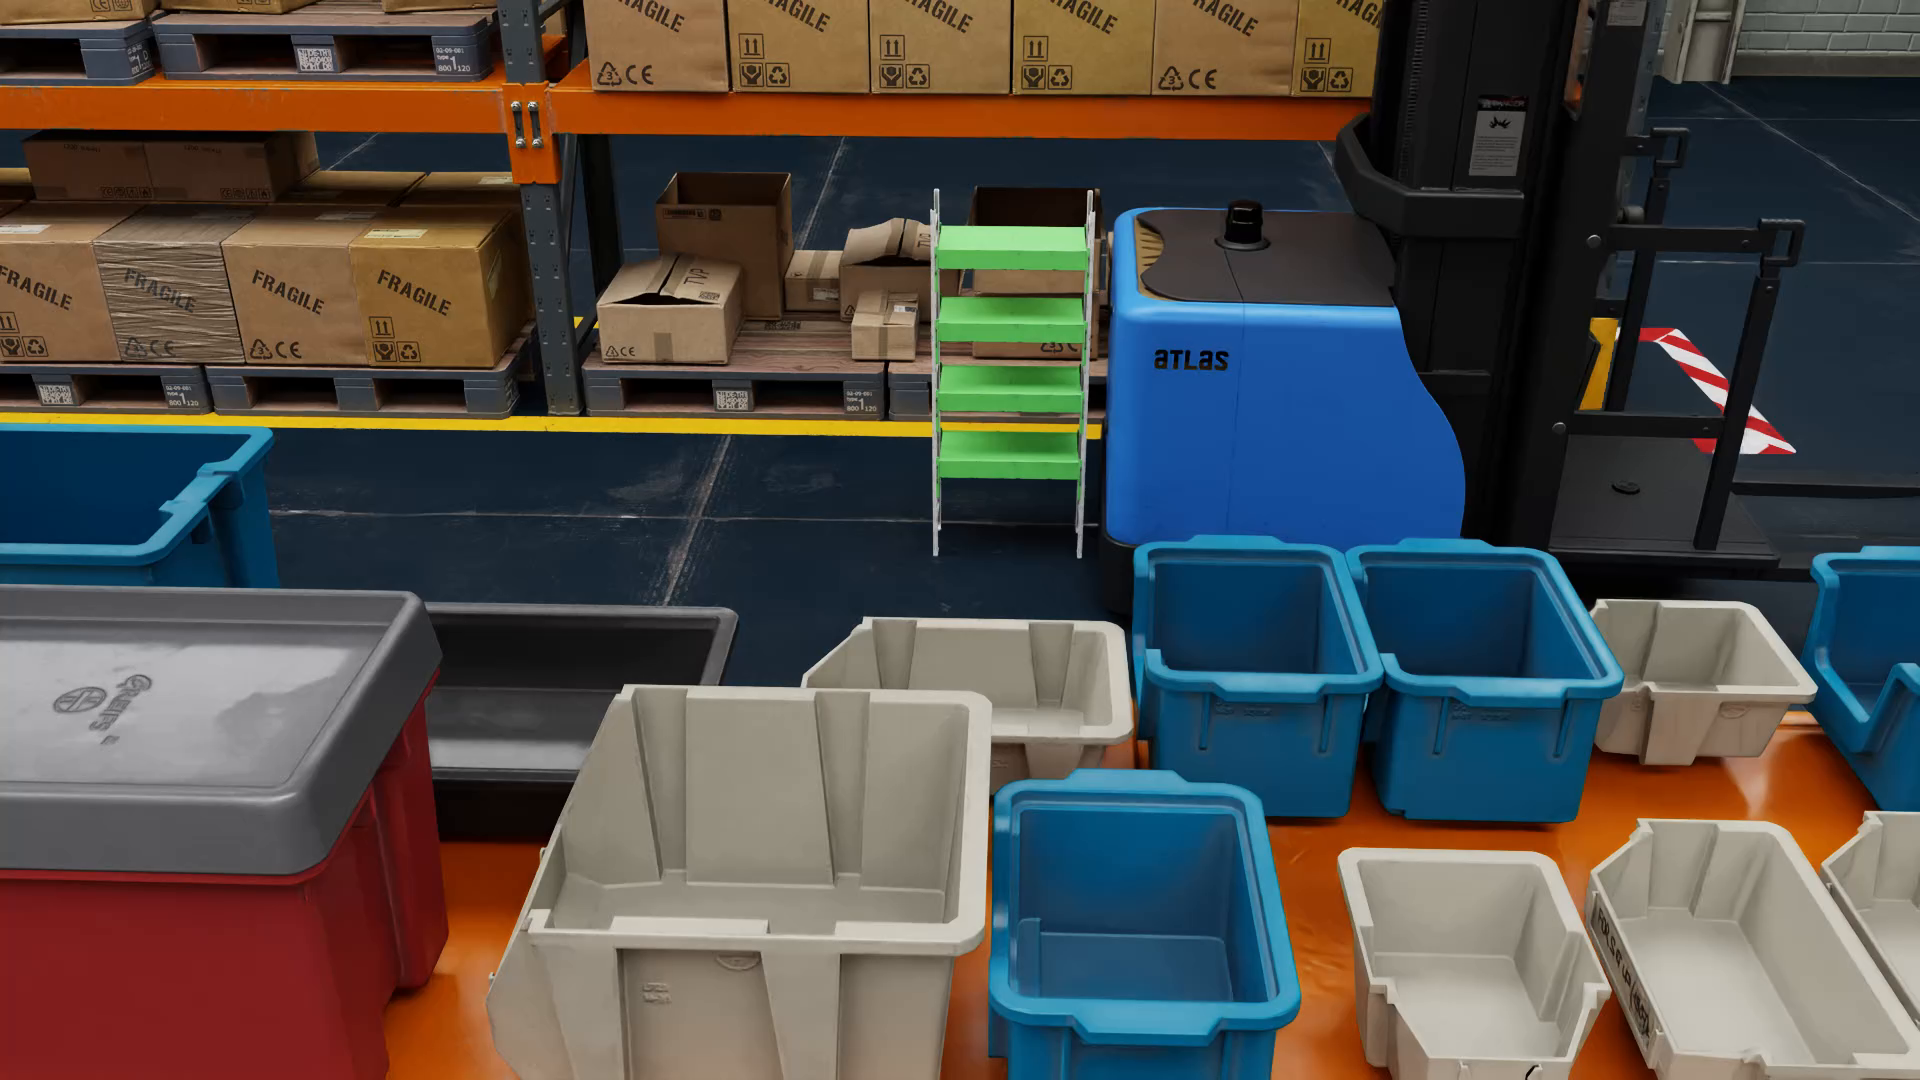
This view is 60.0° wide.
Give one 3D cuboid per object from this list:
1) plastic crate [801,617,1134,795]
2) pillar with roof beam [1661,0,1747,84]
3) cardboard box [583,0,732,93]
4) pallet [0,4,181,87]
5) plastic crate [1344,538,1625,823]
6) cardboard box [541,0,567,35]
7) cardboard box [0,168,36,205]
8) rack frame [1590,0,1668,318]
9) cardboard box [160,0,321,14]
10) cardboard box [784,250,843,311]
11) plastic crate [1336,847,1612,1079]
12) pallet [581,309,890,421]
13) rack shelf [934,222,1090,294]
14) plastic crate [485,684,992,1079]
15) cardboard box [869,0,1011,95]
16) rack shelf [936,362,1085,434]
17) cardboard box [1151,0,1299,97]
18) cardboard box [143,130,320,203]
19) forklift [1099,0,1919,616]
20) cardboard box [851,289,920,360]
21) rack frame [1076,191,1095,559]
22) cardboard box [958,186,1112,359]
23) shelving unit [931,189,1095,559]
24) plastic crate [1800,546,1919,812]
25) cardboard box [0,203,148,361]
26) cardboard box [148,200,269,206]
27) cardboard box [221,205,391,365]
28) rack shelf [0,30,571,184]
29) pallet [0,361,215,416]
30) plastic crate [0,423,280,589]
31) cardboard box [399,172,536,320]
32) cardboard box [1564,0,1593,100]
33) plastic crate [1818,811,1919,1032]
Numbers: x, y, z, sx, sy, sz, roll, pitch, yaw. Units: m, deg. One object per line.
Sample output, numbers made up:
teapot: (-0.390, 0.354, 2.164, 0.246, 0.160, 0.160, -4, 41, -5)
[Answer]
plastic crate: (-0.003, 0.242, 2.308, 0.466, 0.136, 0.293, 1, 28, 2)
pillar with roof beam: (5.171, -5.303, 6.145, 0.400, 9.000, 9.100, 1, 28, 2)
cardboard box: (-1.075, -1.962, 6.142, 0.500, 0.500, 0.500, 2, 28, 3)
pallet: (-3.629, -2.005, 6.535, 1.213, 0.211, 1.003, 1, 28, 2)
plastic crate: (0.693, 0.198, 2.289, 0.300, 0.233, 0.416, 1, 28, 2)
cardboard box: (-2.947, -3.572, 11.132, 0.750, 0.750, 0.750, 2, 28, 3)
cardboard box: (-4.112, -1.296, 7.191, 0.500, 0.500, 0.500, 0, 28, 0)
rack frame: (2.423, -1.988, 6.298, 0.127, 3.000, 1.000, 1, 28, 2)
cardboard box: (-2.730, -2.378, 6.478, 0.500, 0.500, 0.700, 5, 28, 10)
cardboard box: (-0.619, -1.134, 7.261, 0.250, 0.149, 0.380, 1, 28, 2)
plastic crate: (0.558, 0.491, 1.839, 0.250, 0.136, 0.298, 1, 28, 2)
pallet: (-0.889, -0.810, 7.053, 1.213, 0.211, 1.003, 1, 28, 2)
rack shelf: (0.165, -0.895, 5.269, 0.480, 0.148, 0.258, 1, 28, 2)
plastic crate: (-0.234, 0.402, 1.852, 0.530, 0.282, 0.437, 1, 28, 2)
cardboard box: (-0.064, -1.946, 6.112, 0.500, 0.500, 0.500, 1, 28, 2)
rack shelf: (0.165, -0.471, 5.494, 0.480, 0.148, 0.258, 1, 28, 2)
cardboard box: (0.948, -1.930, 6.081, 0.500, 0.500, 0.500, 1, 28, 2)
cardboard box: (-3.049, -1.614, 6.991, 0.500, 0.250, 0.500, 1, 28, 2)
forklift: (1.982, -1.193, 4.871, 3.031, 2.935, 1.130, 2, 28, 4)
cardboard box: (-0.298, -0.879, 6.761, 0.250, 0.166, 0.380, 1, 28, 2)
rack frame: (0.409, -0.523, 5.456, 0.015, 1.200, 0.240, 1, 28, 2)
cardboard box: (0.303, -1.117, 6.850, 0.637, 0.503, 0.797, 1, 28, 2)
shelving unit: (0.165, -0.527, 5.464, 0.503, 1.200, 0.258, 1, 28, 2)
plastic crate: (1.351, 0.209, 2.268, 0.300, 0.233, 0.416, 1, 28, 2)
cardboard box: (-3.581, -1.046, 6.720, 0.500, 0.500, 0.500, 0, 28, 0)
cardboard box: (-3.082, -1.282, 7.164, 0.500, 0.500, 0.500, 1, 28, 2)
cardboard box: (-2.572, -1.030, 6.690, 0.500, 0.500, 0.500, 1, 28, 2)
rack shelf: (-3.574, -1.769, 6.653, 4.000, 0.370, 1.077, 1, 28, 2)
pallet: (-3.612, -0.837, 7.103, 1.213, 0.211, 1.003, 1, 28, 2)
plastic crate: (-1.275, 0.093, 2.325, 0.575, 0.384, 0.392, 1, 28, 2)
cardboard box: (-2.050, -1.266, 7.135, 0.500, 0.500, 0.500, 0, 28, -1)
cardboard box: (1.965, -1.912, 6.048, 0.500, 0.500, 0.500, 2, 28, 3)
plastic crate: (1.133, 0.480, 1.859, 0.243, 0.136, 0.396, 1, 28, 2)
